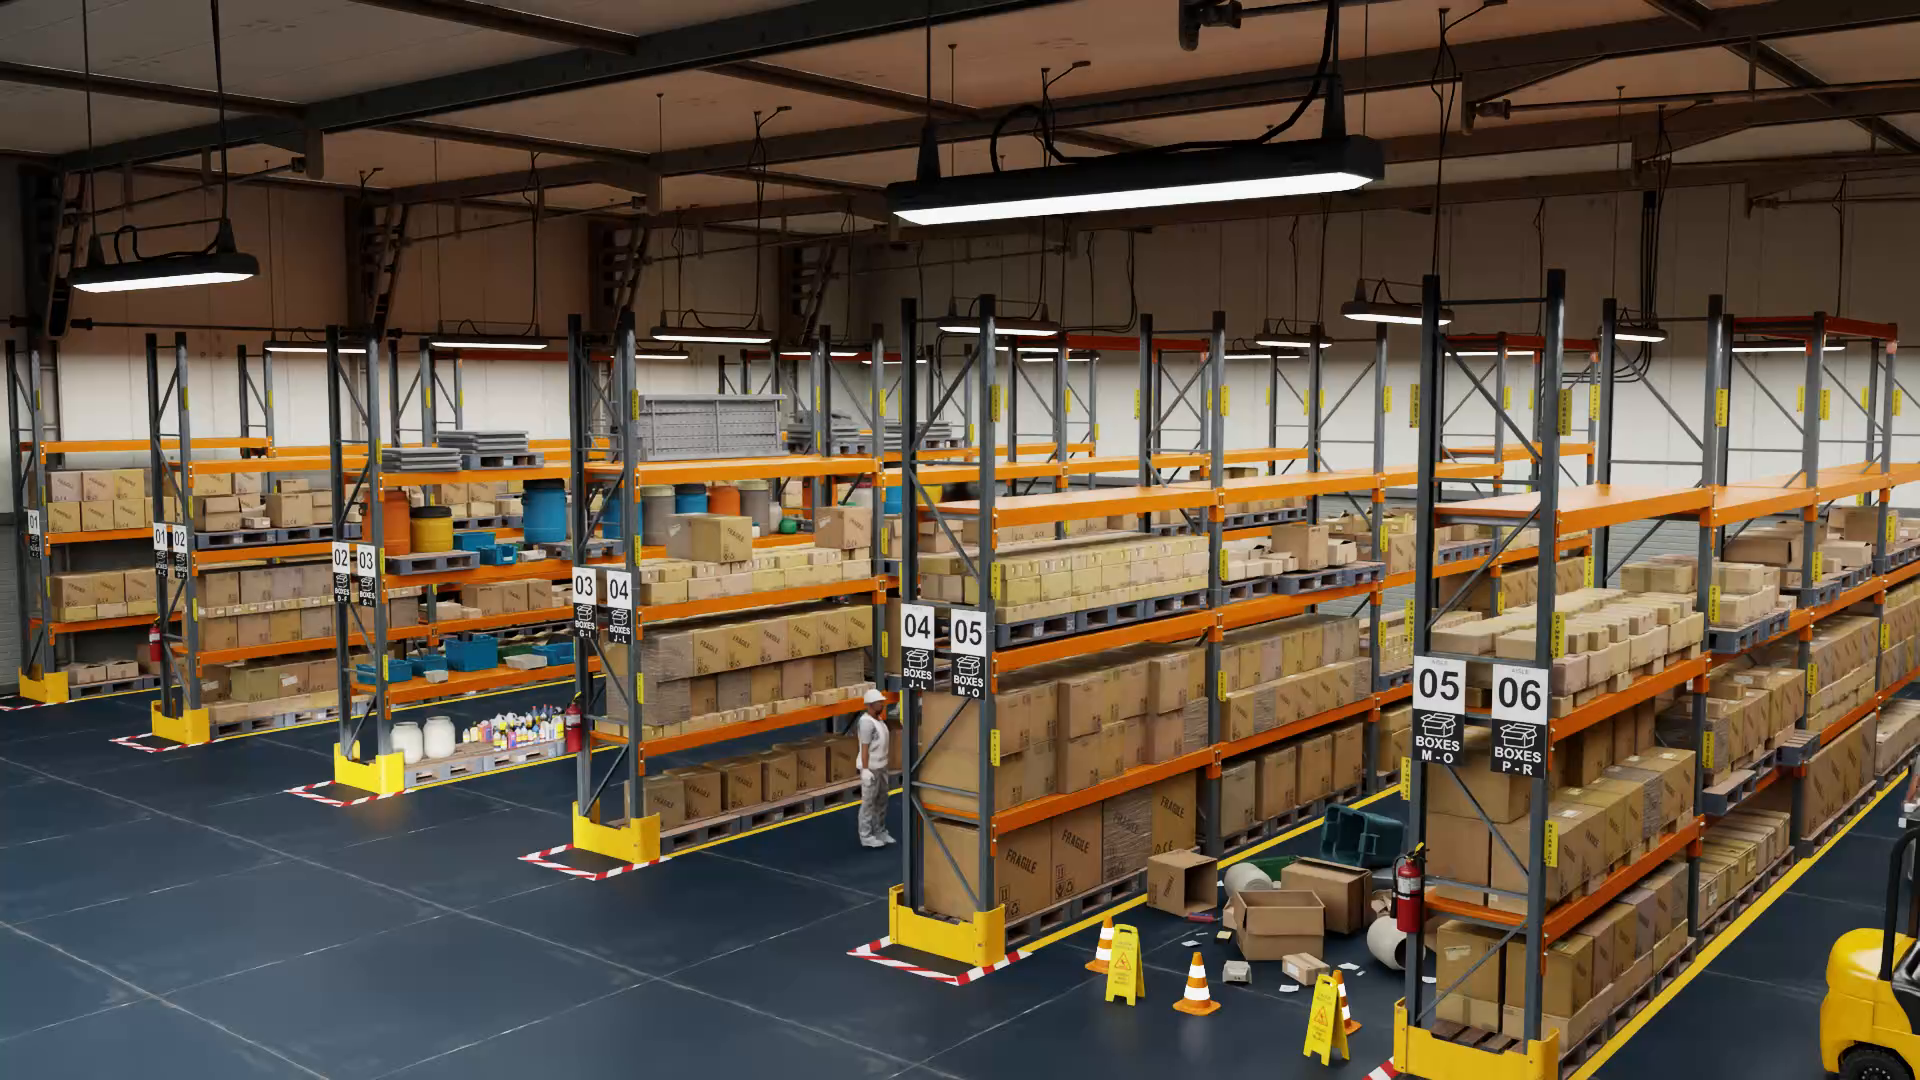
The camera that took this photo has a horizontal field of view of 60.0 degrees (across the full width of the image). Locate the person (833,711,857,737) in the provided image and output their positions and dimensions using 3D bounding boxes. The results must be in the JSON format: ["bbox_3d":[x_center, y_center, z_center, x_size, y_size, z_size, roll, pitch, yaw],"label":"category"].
[{"bbox_3d":[-1.677,2.091,23.561,0.575,1.755,0.362,-3,6,-33],"label":"person"}]

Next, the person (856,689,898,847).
[{"bbox_3d":[-0.958,2.603,18.853,0.420,1.828,0.621,1,5,13],"label":"person"}]

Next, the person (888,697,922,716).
[{"bbox_3d":[-0.829,1.860,25.847,0.440,1.641,0.944,5,7,43],"label":"person"}]

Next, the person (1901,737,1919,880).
[{"bbox_3d":[10.148,2.761,17.529,0.508,1.676,0.460,-1,5,-9],"label":"person"}]
